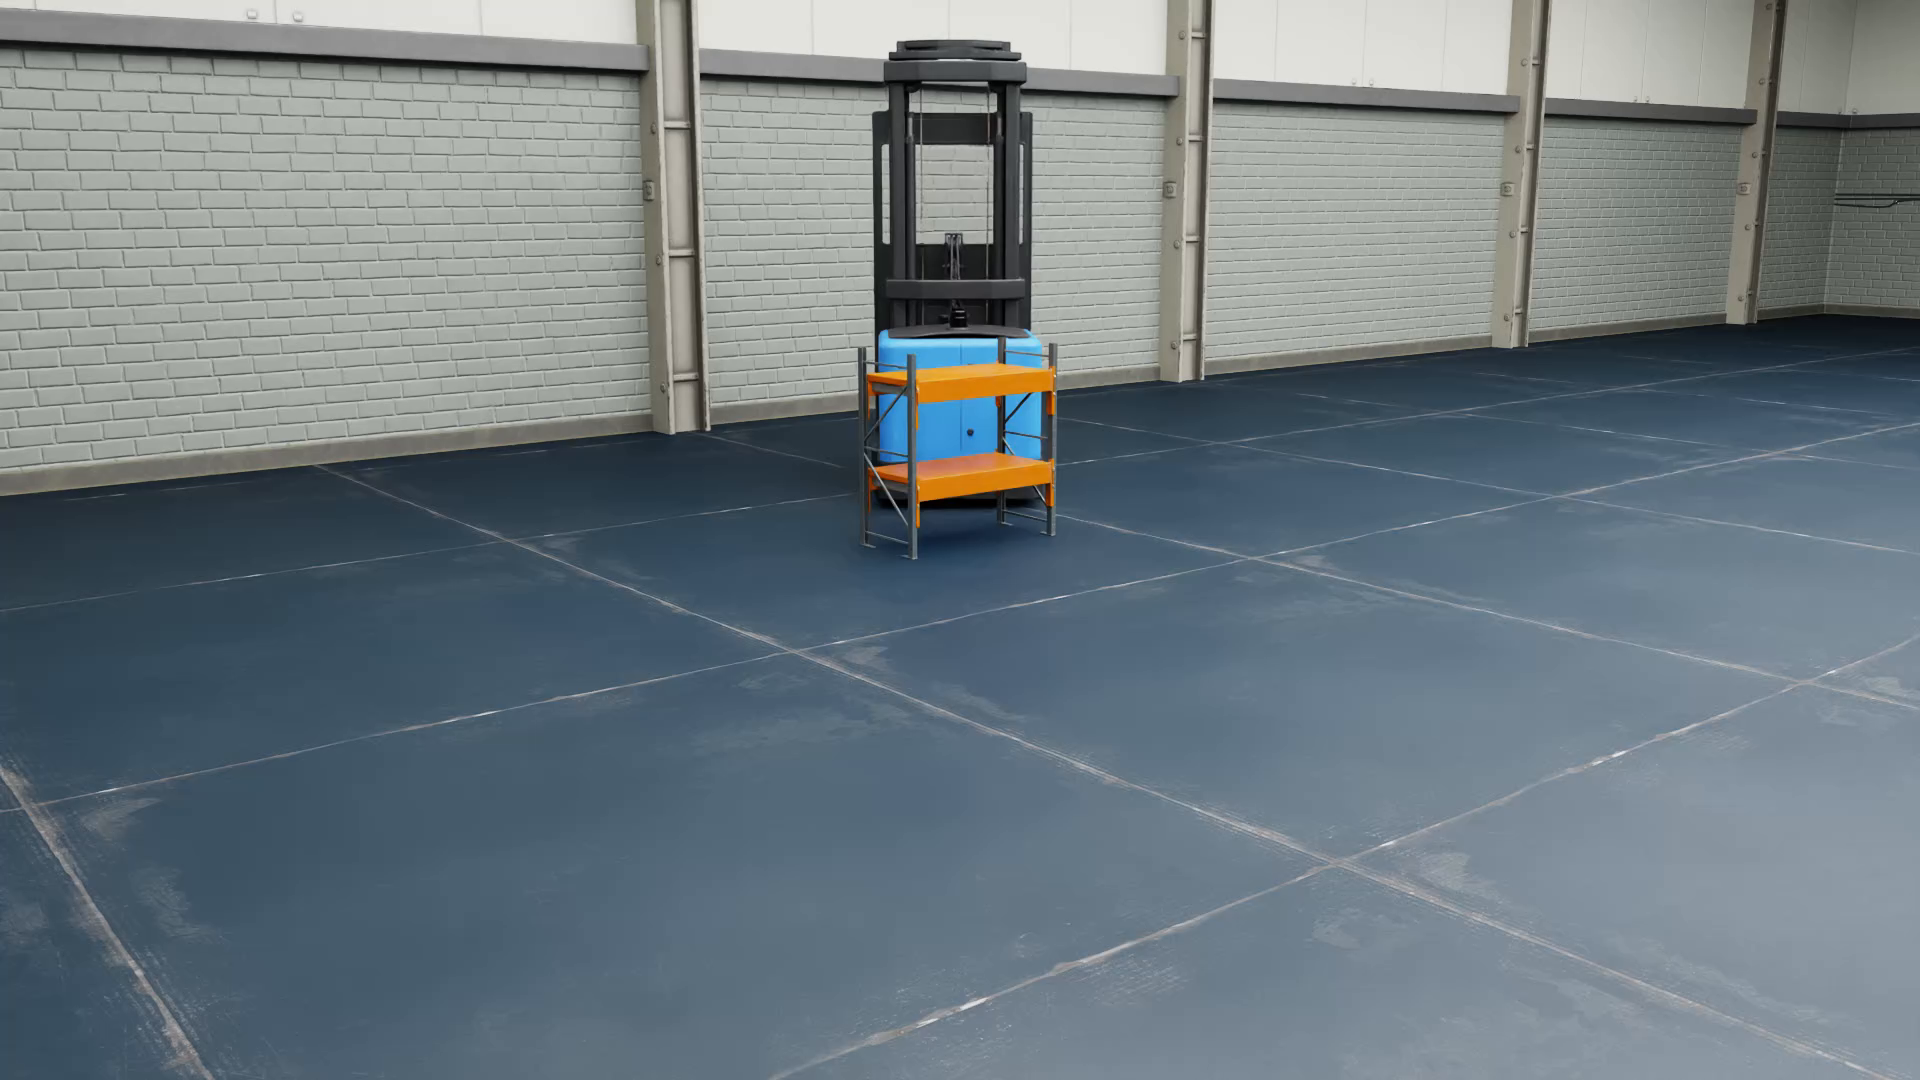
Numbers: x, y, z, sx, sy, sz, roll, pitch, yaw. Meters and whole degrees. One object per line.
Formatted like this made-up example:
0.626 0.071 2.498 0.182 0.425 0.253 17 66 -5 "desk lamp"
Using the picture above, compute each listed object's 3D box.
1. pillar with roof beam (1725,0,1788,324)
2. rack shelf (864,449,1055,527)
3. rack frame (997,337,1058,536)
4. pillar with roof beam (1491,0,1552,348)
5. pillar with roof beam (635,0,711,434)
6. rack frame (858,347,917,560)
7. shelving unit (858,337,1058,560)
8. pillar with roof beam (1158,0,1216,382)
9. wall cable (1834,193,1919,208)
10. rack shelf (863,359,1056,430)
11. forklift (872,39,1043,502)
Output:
14.405 -6.961 20.747 0.400 9.000 9.100 -9 15 -38 "pillar with roof beam"
-0.005 -0.310 9.559 1.000 0.278 0.538 -9 15 -38 "rack shelf"
0.392 -0.615 9.818 0.032 1.125 0.500 -9 15 -38 "rack frame"
9.719 -6.183 17.080 0.400 9.000 9.100 -9 15 -38 "pillar with roof beam"
0.349 -4.626 9.747 0.400 9.000 9.100 -9 15 -38 "pillar with roof beam"
-0.402 -0.483 9.197 0.032 1.125 0.500 -9 15 -38 "rack frame"
-0.005 -0.549 9.508 1.048 1.125 0.538 -9 15 -38 "shelving unit"
5.034 -5.404 13.414 0.400 9.000 9.100 -9 15 -38 "pillar with roof beam"
14.842 -6.308 25.148 0.112 2.526 3.097 -9 15 -38 "wall cable"
-0.005 -0.836 9.447 1.000 0.278 0.538 -9 15 -38 "rack shelf"
-0.063 -1.933 11.677 1.130 2.935 3.031 -1 12 -3 "forklift"
